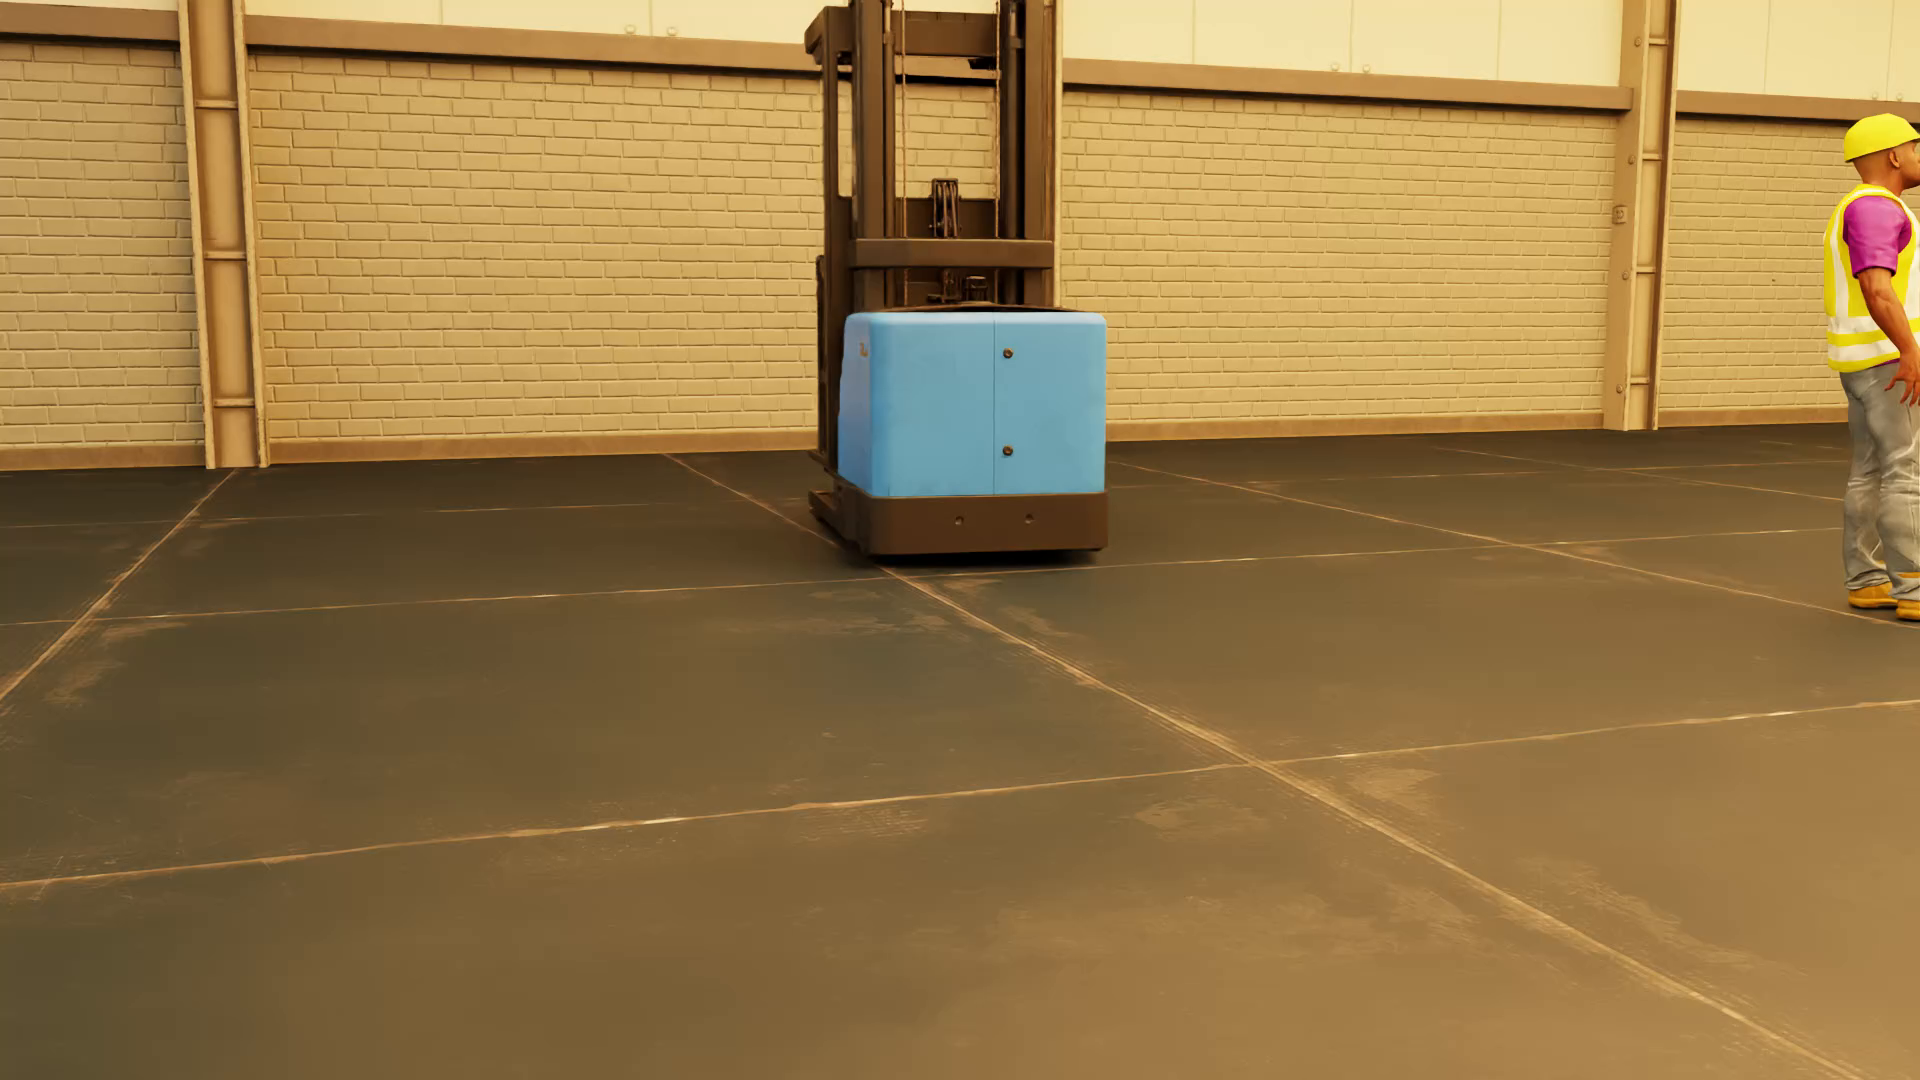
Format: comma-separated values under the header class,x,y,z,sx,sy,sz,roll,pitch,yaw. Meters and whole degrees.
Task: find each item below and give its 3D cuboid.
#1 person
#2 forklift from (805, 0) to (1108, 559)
class,x,y,z,sx,sy,sz,roll,pitch,yaw
person,3.384,-0.630,5.947,0.577,1.766,0.666,3,8,18
forklift,-0.172,-1.531,8.303,1.130,2.935,3.031,-2,8,-12
